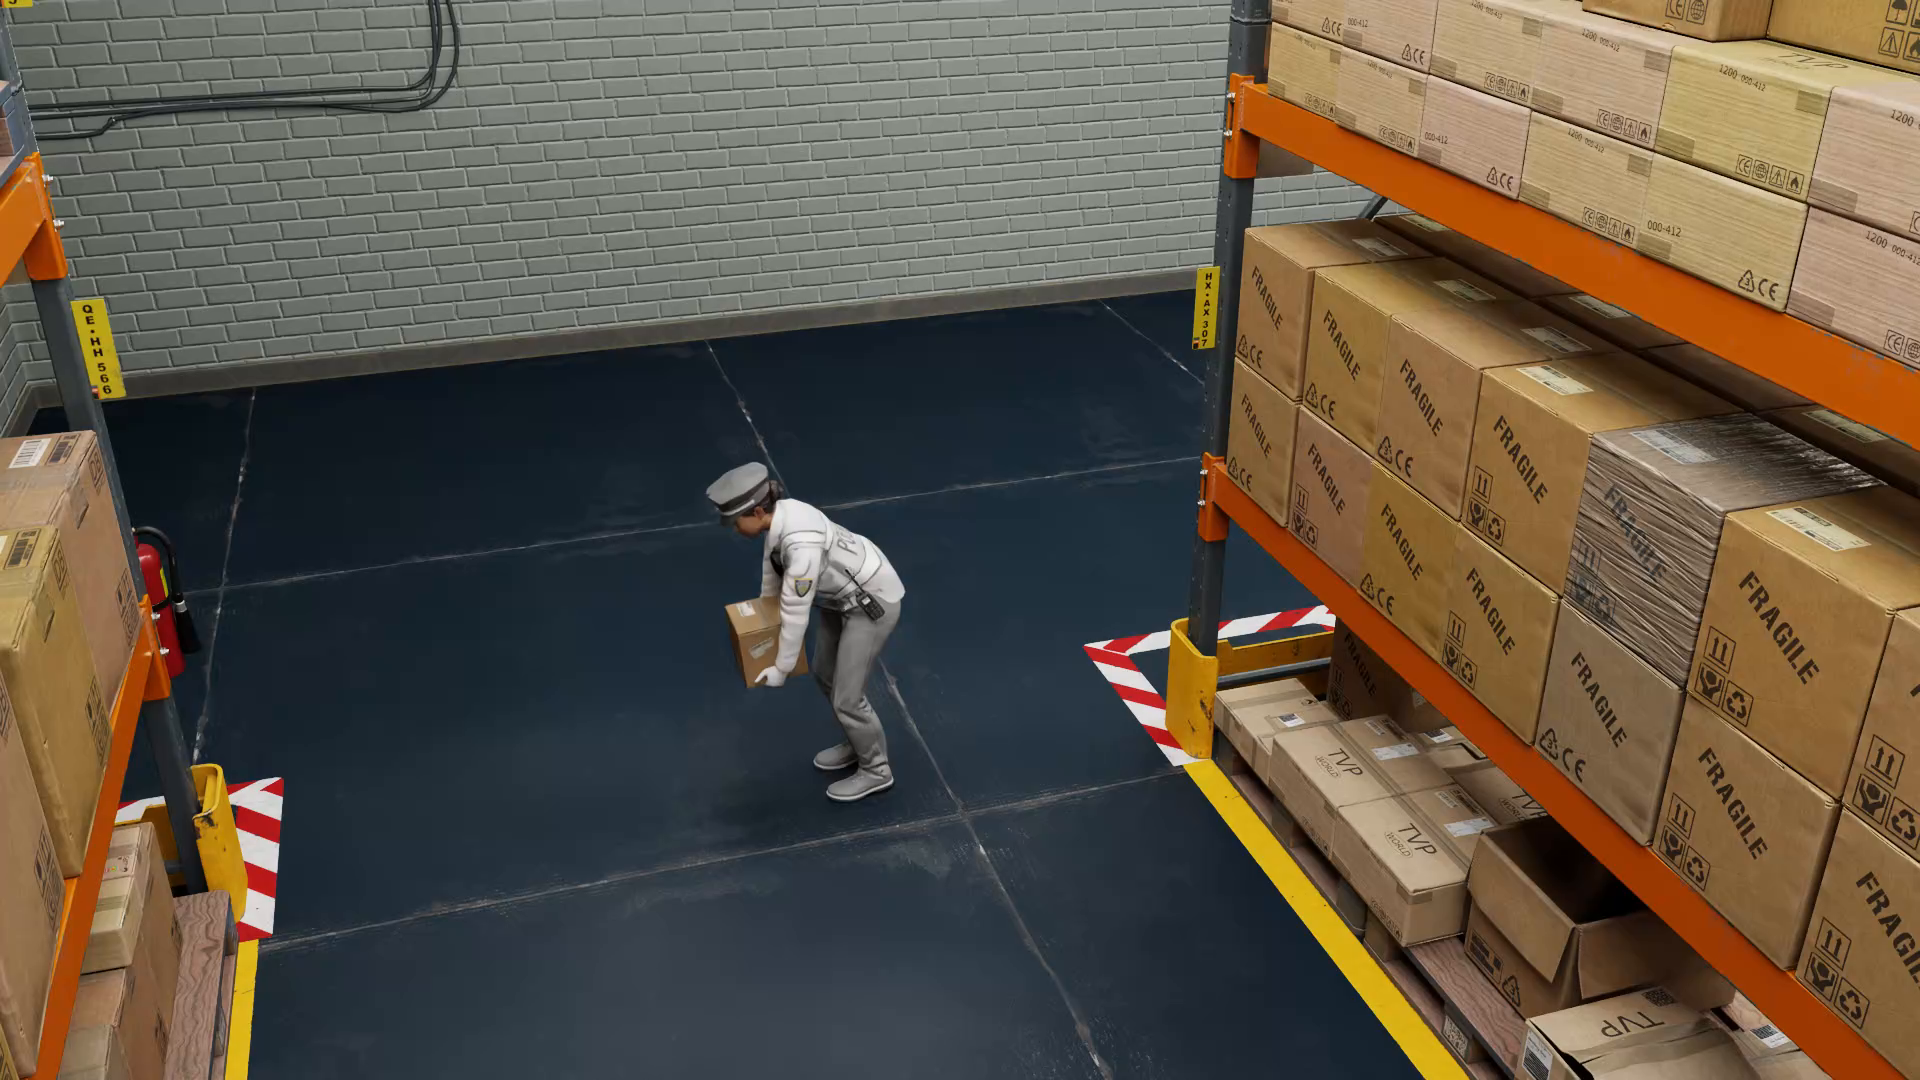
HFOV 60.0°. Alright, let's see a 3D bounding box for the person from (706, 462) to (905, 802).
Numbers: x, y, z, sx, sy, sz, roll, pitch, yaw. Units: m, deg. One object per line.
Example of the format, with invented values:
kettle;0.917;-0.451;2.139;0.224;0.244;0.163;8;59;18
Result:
person;-0.594;0.362;6.609;0.756;1.474;0.415;-9;28;-17
